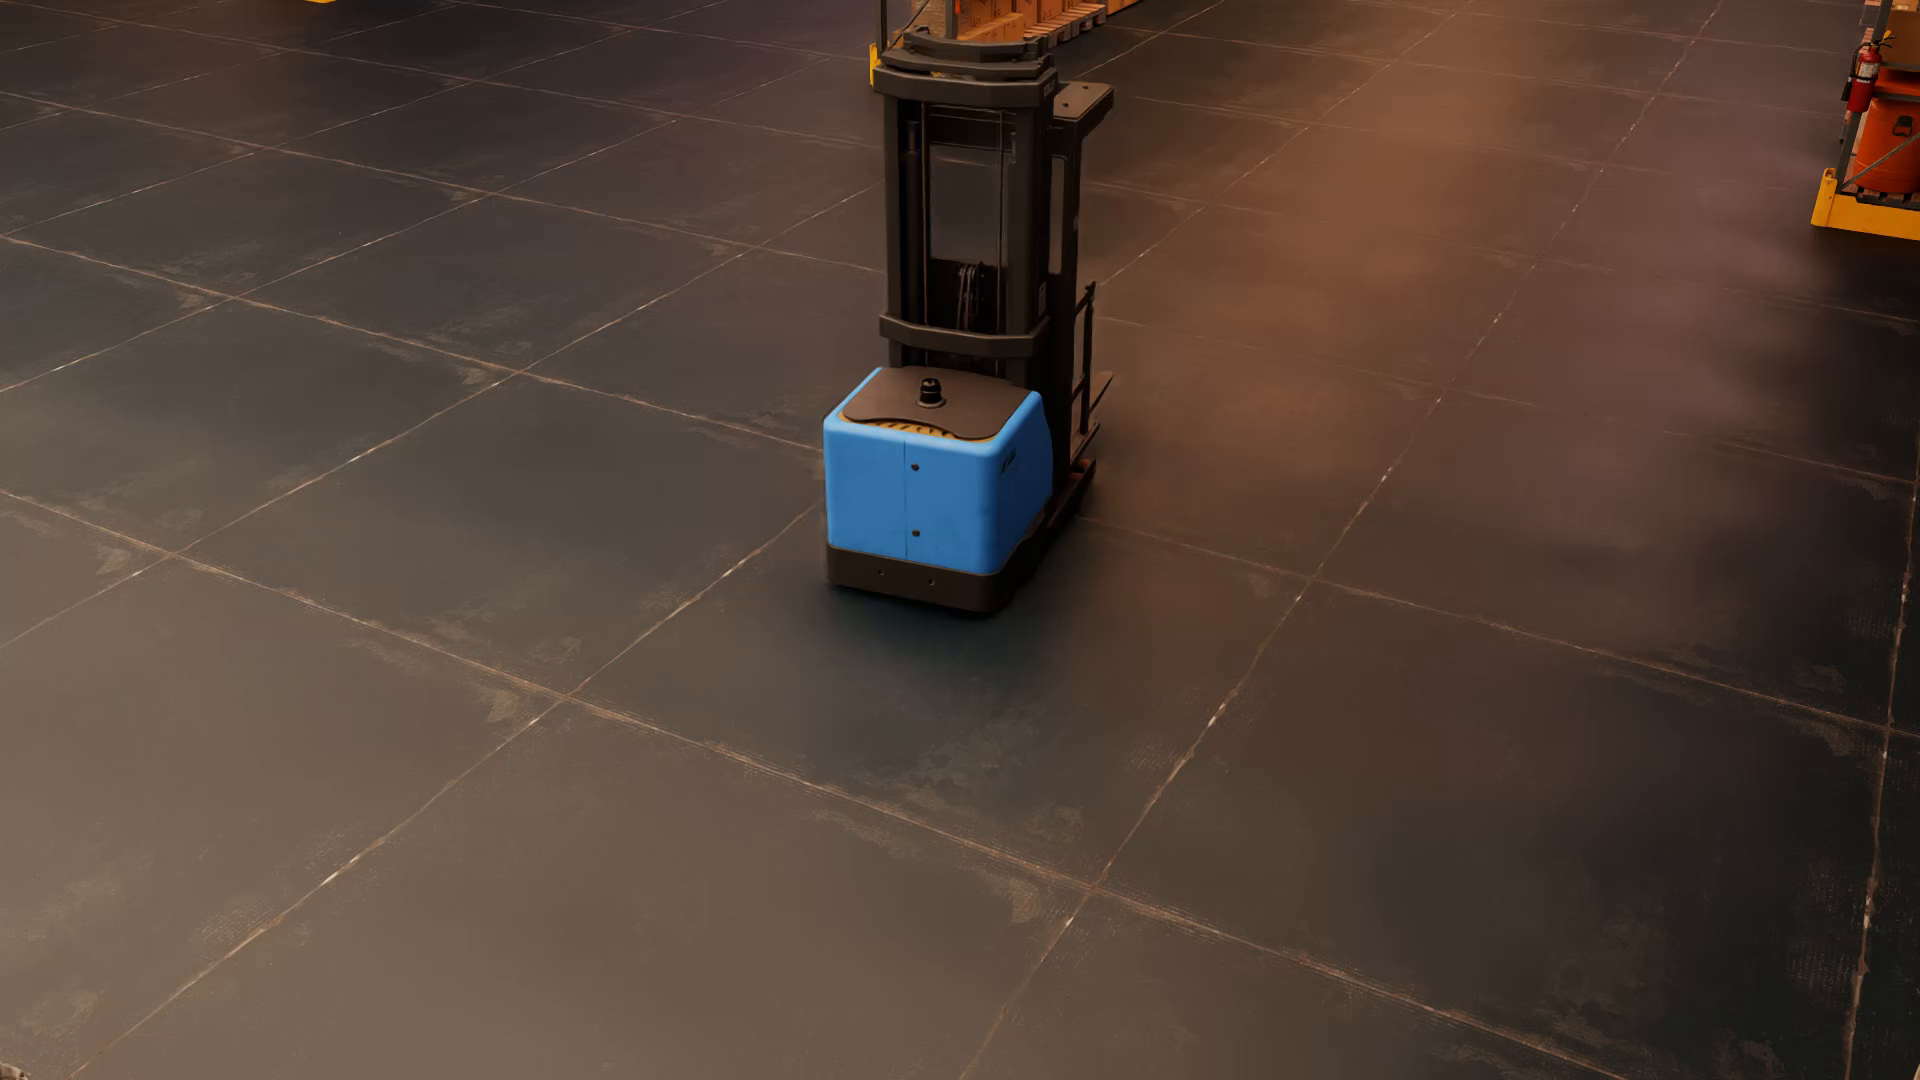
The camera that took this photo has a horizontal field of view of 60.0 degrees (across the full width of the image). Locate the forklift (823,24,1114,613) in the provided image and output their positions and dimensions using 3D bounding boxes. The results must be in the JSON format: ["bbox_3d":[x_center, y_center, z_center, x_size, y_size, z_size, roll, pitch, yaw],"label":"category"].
[{"bbox_3d":[0.224,-1.592,9.828,1.130,2.935,3.031,10,32,17],"label":"forklift"}]
